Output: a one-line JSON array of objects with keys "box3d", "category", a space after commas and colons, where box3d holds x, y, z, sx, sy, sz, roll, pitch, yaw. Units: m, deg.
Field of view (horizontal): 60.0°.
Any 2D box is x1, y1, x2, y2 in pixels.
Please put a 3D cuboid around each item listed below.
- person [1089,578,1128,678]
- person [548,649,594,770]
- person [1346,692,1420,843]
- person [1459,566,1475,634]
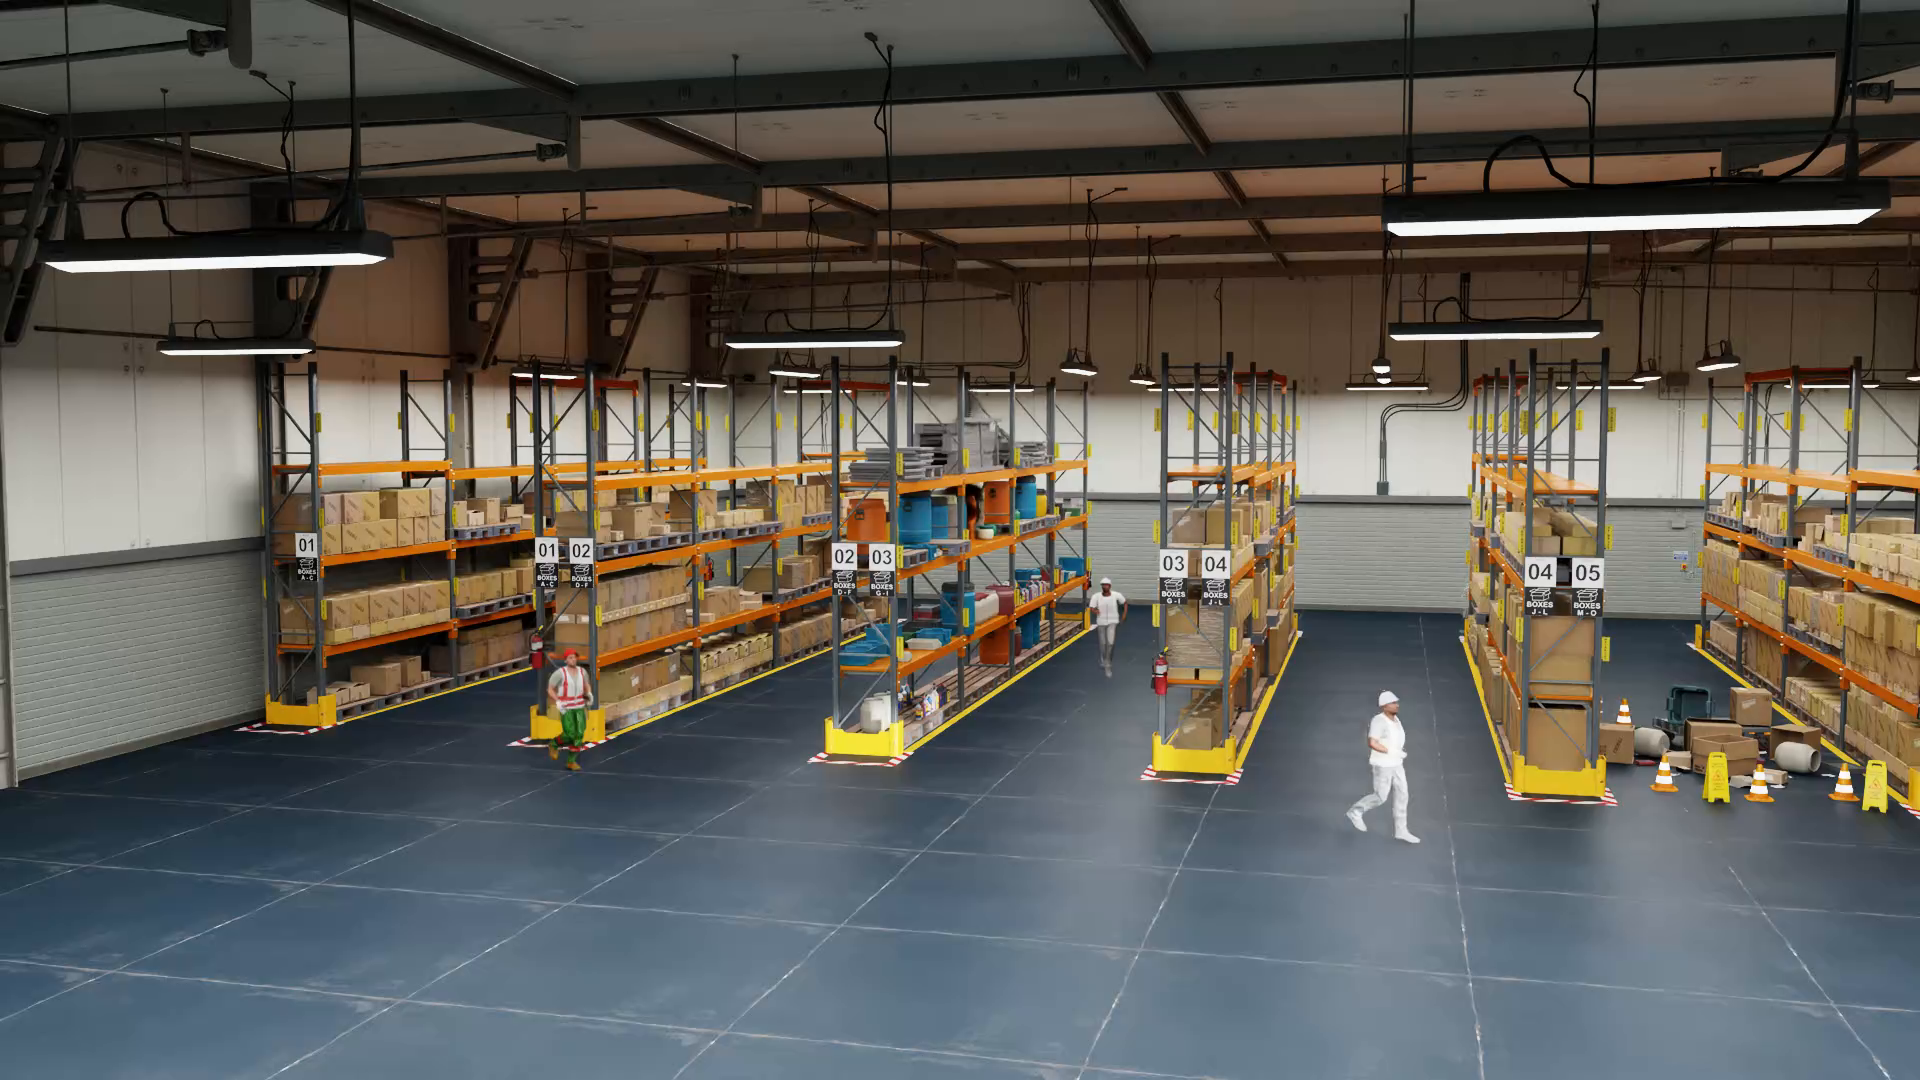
[{"box3d": [2.811, 1.651, 31.660, 0.707, 1.871, 0.744, 1, 4, 12], "category": "person"}, {"box3d": [-5.641, 2.439, 24.123, 0.650, 1.755, 0.647, -4, 5, -43], "category": "person"}, {"box3d": [5.097, 2.706, 19.987, 0.917, 1.783, 0.679, 4, 5, 42], "category": "person"}, {"box3d": [12.169, 1.383, 39.271, 0.656, 1.726, 0.719, 1, 4, 9], "category": "person"}]
